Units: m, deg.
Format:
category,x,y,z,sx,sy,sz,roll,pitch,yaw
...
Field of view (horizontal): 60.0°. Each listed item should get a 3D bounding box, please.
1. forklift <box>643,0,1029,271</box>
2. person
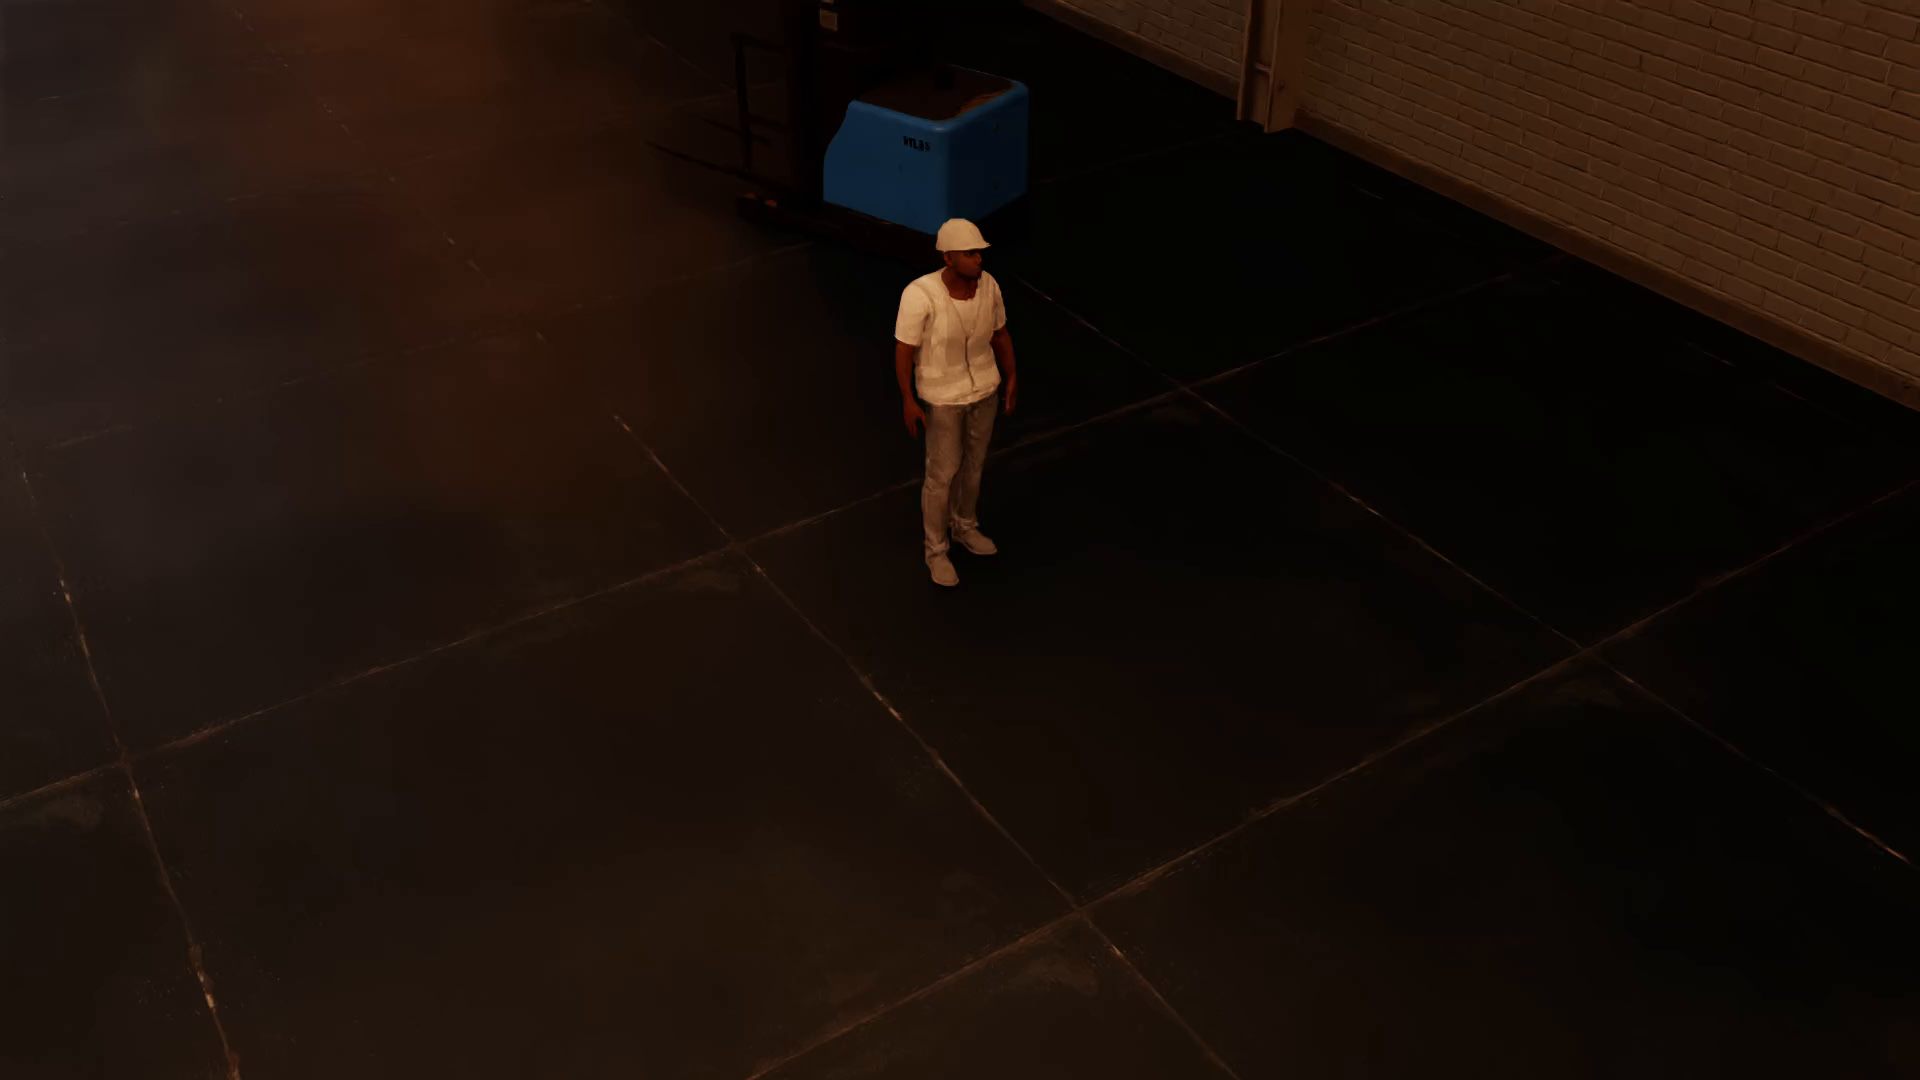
category,x,y,z,sx,sy,sz,roll,pitch,yaw
forklift,-0.999,-3.688,11.396,3.031,2.935,1.130,23,41,29
person,0.034,-0.693,8.135,0.665,1.766,0.576,-21,40,-27
